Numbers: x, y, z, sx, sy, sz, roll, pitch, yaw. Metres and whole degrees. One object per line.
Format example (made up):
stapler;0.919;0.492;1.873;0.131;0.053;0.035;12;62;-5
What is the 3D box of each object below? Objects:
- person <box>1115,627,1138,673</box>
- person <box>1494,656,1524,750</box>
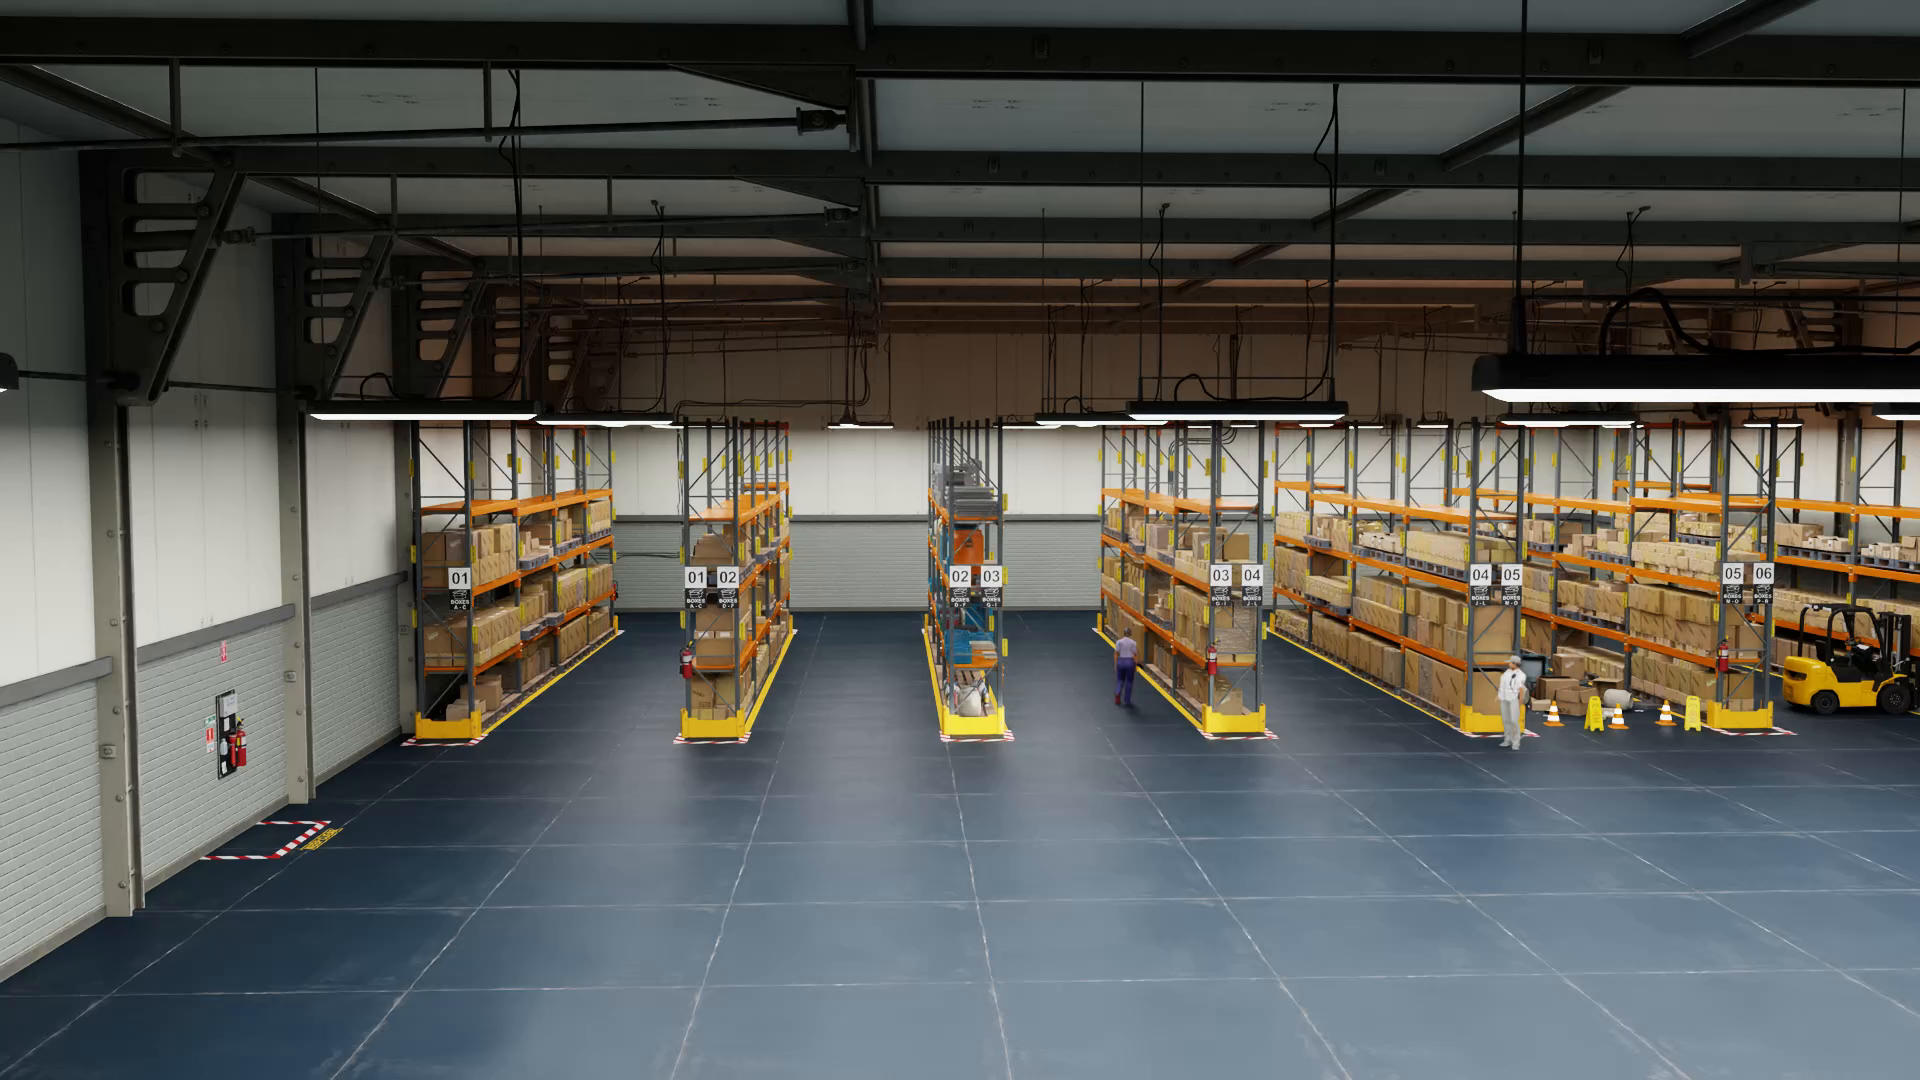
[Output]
person;3.488;2.291;34.649;0.479;0.964;0.332;2;4;28
person;9.968;2.973;30.179;0.418;1.749;0.528;-3;5;-42
